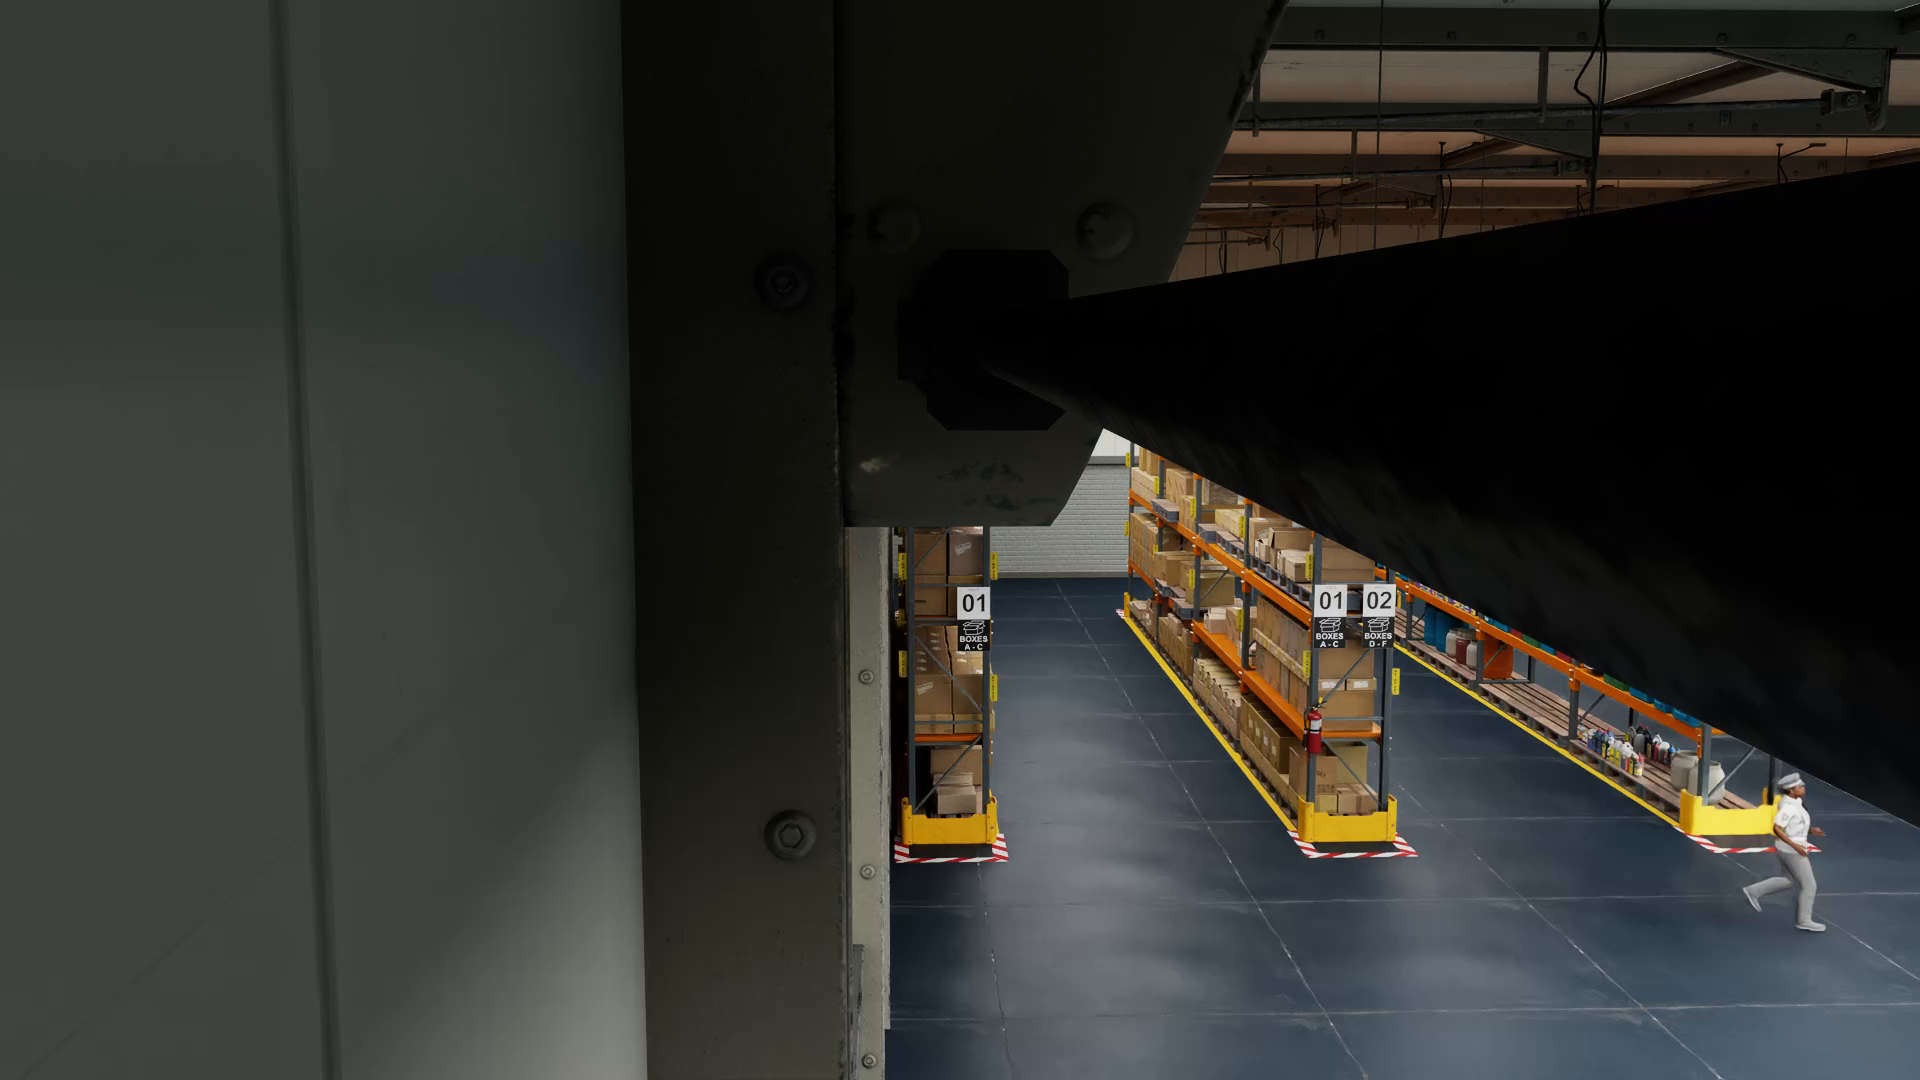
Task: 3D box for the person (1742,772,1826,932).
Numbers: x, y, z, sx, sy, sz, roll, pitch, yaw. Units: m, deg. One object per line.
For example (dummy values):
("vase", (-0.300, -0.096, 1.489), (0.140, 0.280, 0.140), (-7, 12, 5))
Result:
("person", (8.746, 3.263, 17.548), (0.796, 1.666, 0.588), (3, 8, 24))
